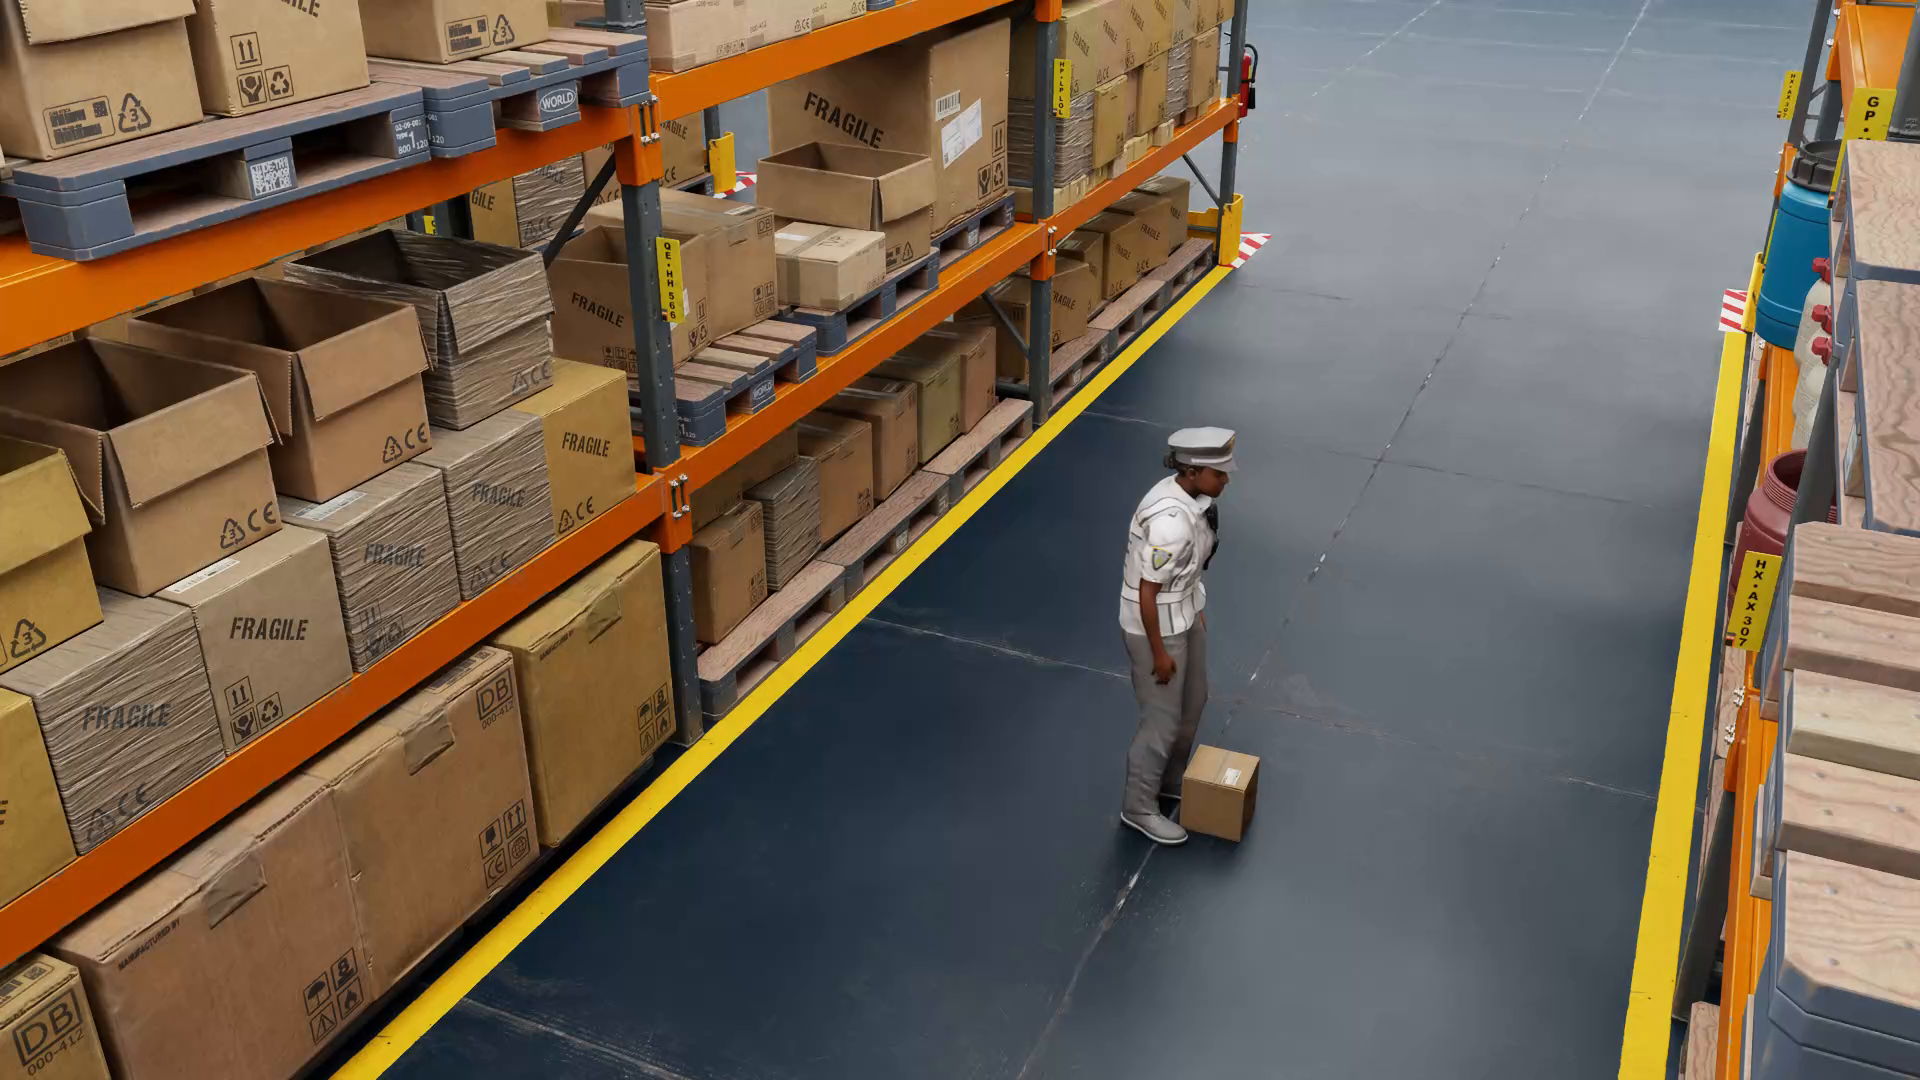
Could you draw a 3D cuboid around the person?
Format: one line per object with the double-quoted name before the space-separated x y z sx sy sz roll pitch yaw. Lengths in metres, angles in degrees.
"person" 0.830 0.344 6.417 0.416 1.659 0.505 12 29 22
